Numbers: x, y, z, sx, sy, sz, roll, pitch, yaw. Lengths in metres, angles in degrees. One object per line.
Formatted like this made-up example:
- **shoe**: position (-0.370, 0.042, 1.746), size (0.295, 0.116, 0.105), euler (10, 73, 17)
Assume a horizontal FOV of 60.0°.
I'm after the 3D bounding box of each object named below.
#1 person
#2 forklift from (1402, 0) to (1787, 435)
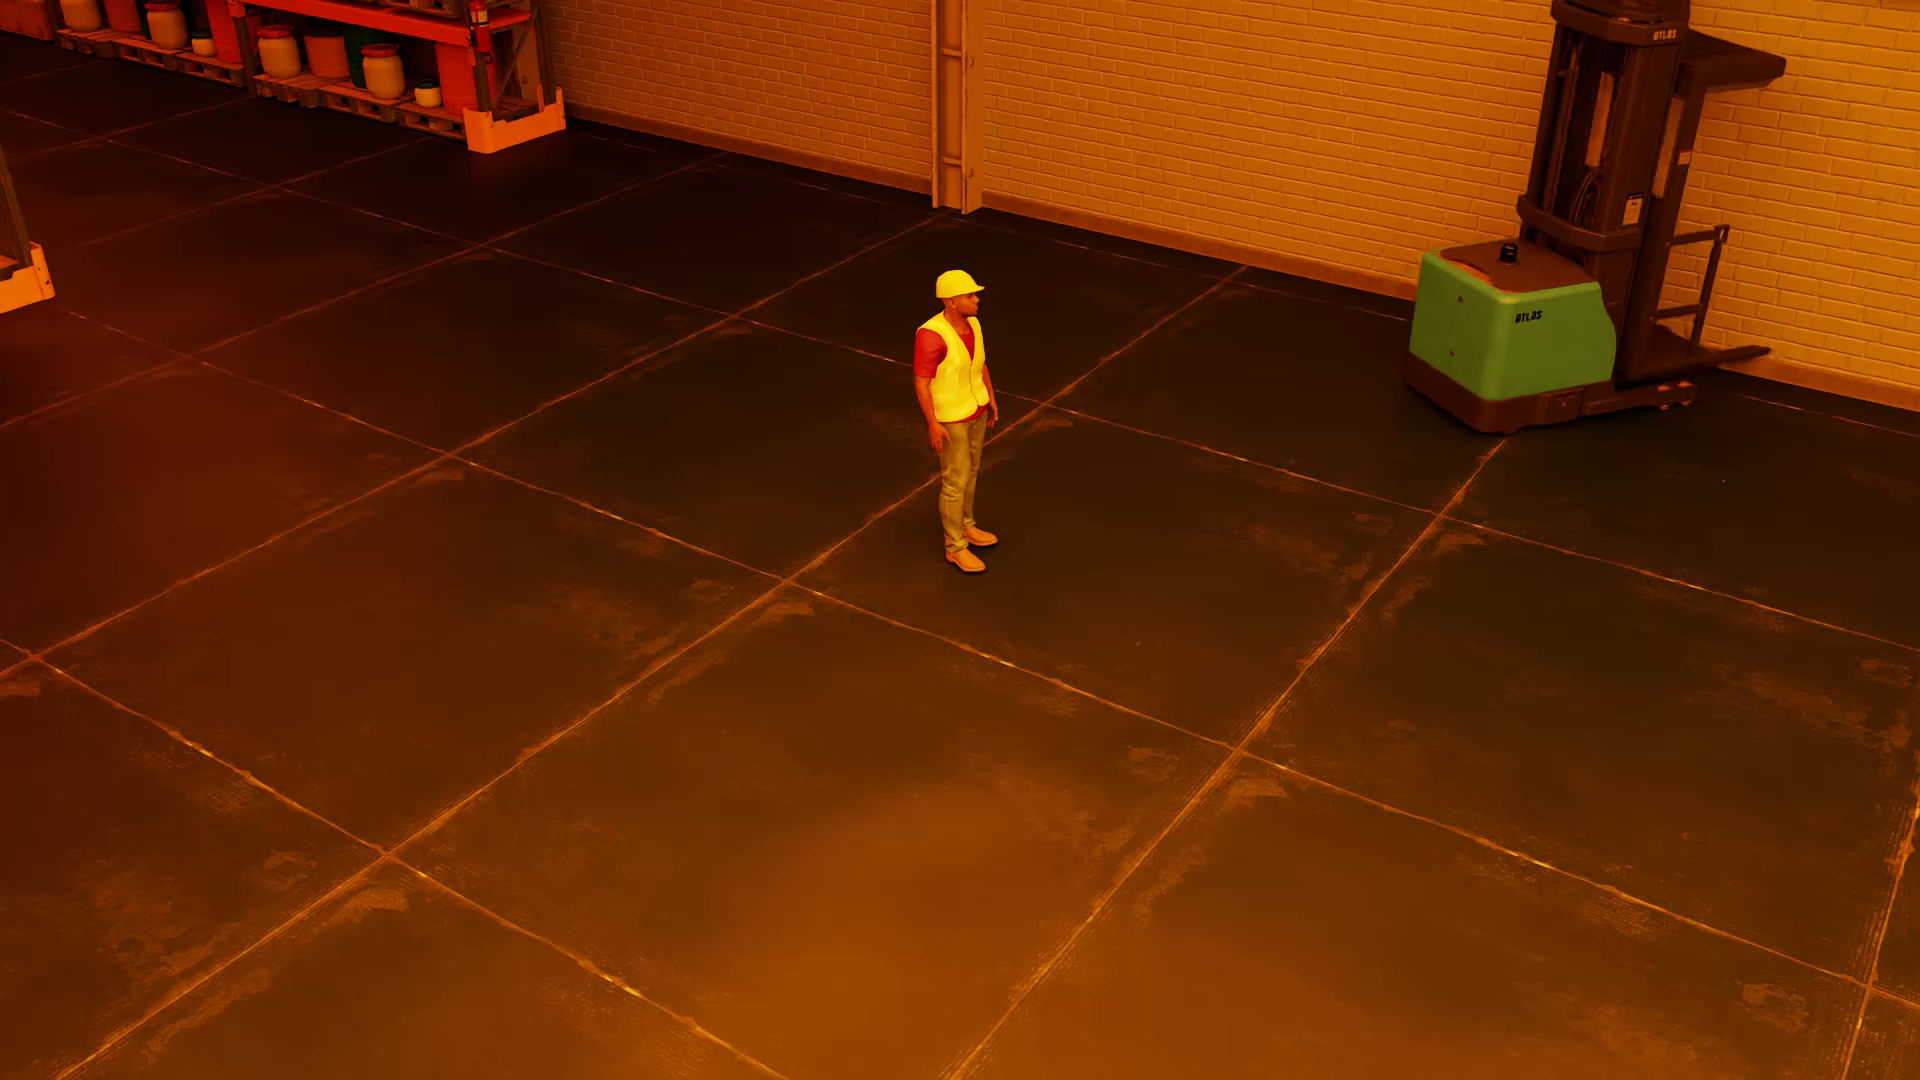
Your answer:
- **person**: position (0.054, -0.748, 10.015), size (0.577, 1.765, 0.665), euler (19, 35, 29)
- **forklift**: position (4.874, -2.461, 11.820), size (3.031, 2.935, 1.130), euler (-11, 32, -18)
